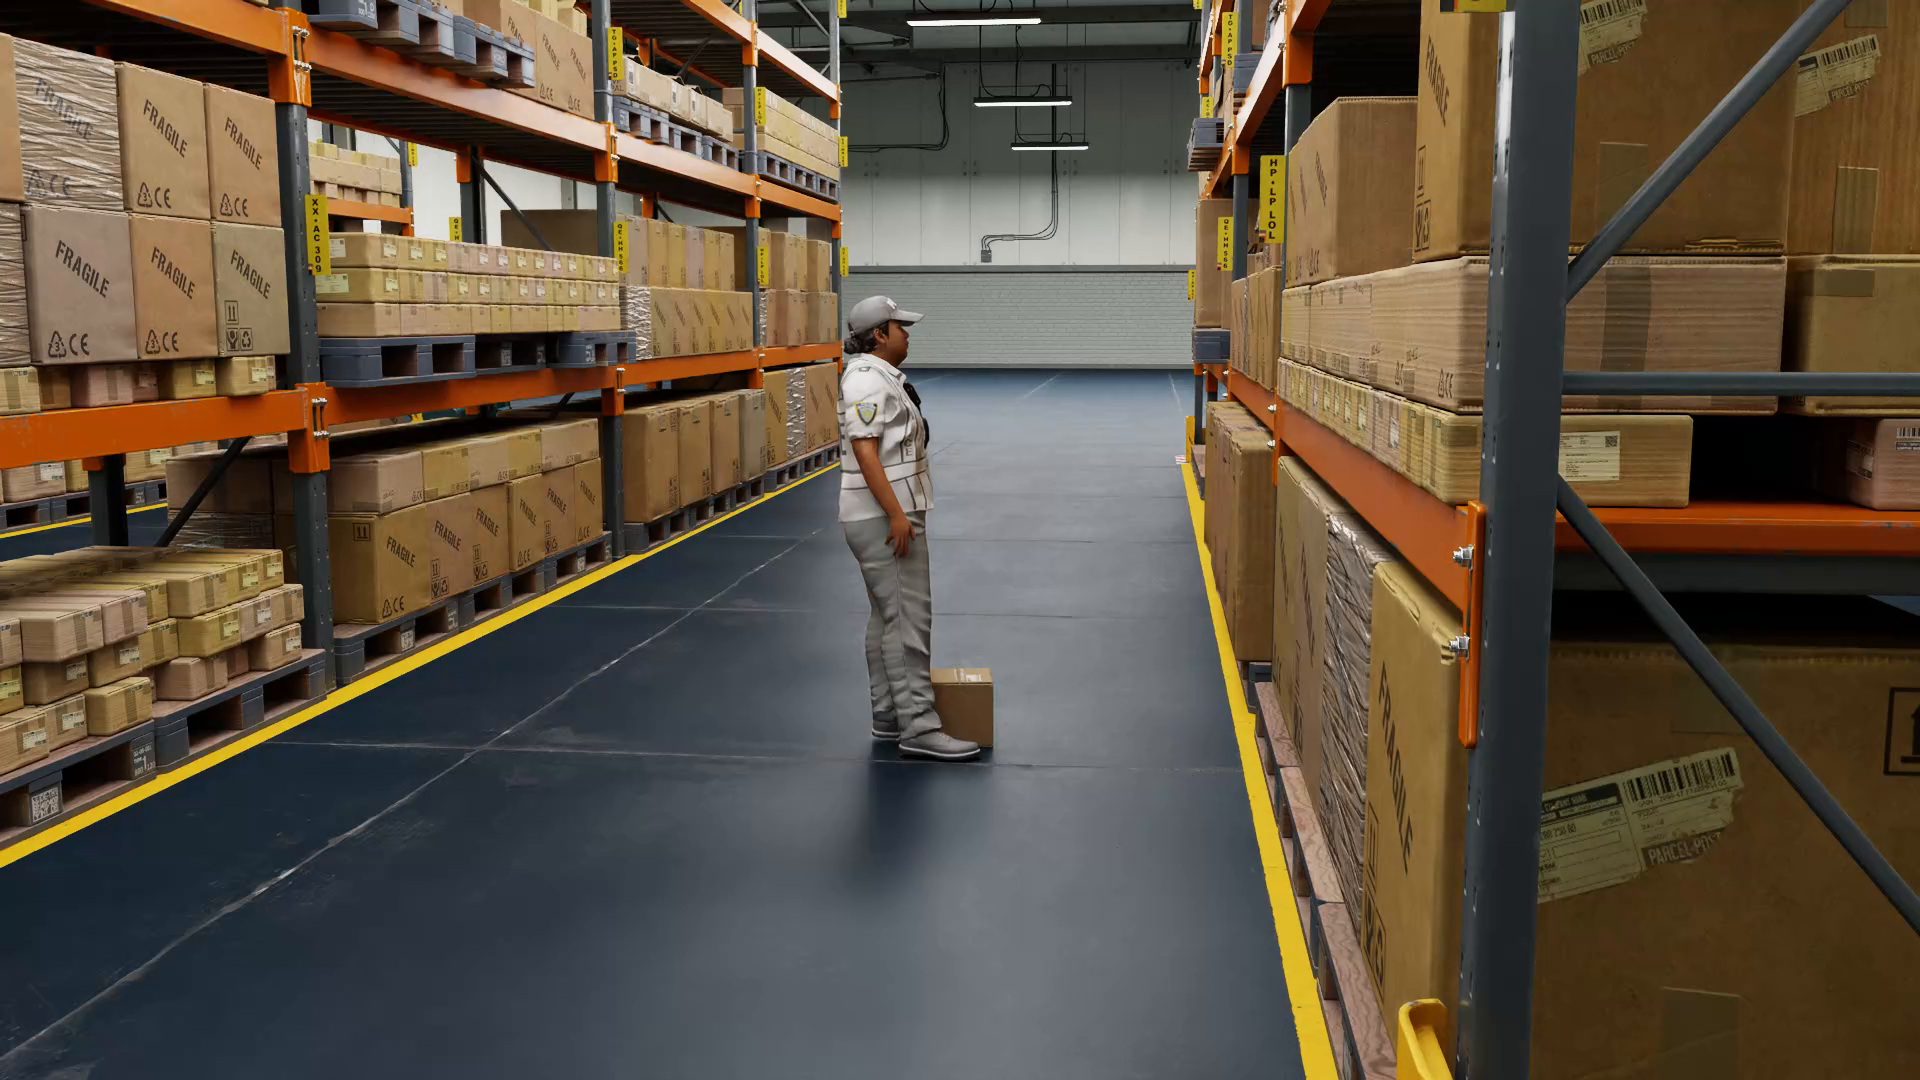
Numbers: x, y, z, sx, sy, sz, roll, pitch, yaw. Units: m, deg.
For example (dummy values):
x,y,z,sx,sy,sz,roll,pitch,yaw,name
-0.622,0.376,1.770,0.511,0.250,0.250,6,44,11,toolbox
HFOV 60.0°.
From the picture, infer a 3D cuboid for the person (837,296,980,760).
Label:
x,y,z,sx,sy,sz,roll,pitch,yaw,name
-0.192,-0.066,6.196,0.529,1.671,0.599,0,8,0,person
